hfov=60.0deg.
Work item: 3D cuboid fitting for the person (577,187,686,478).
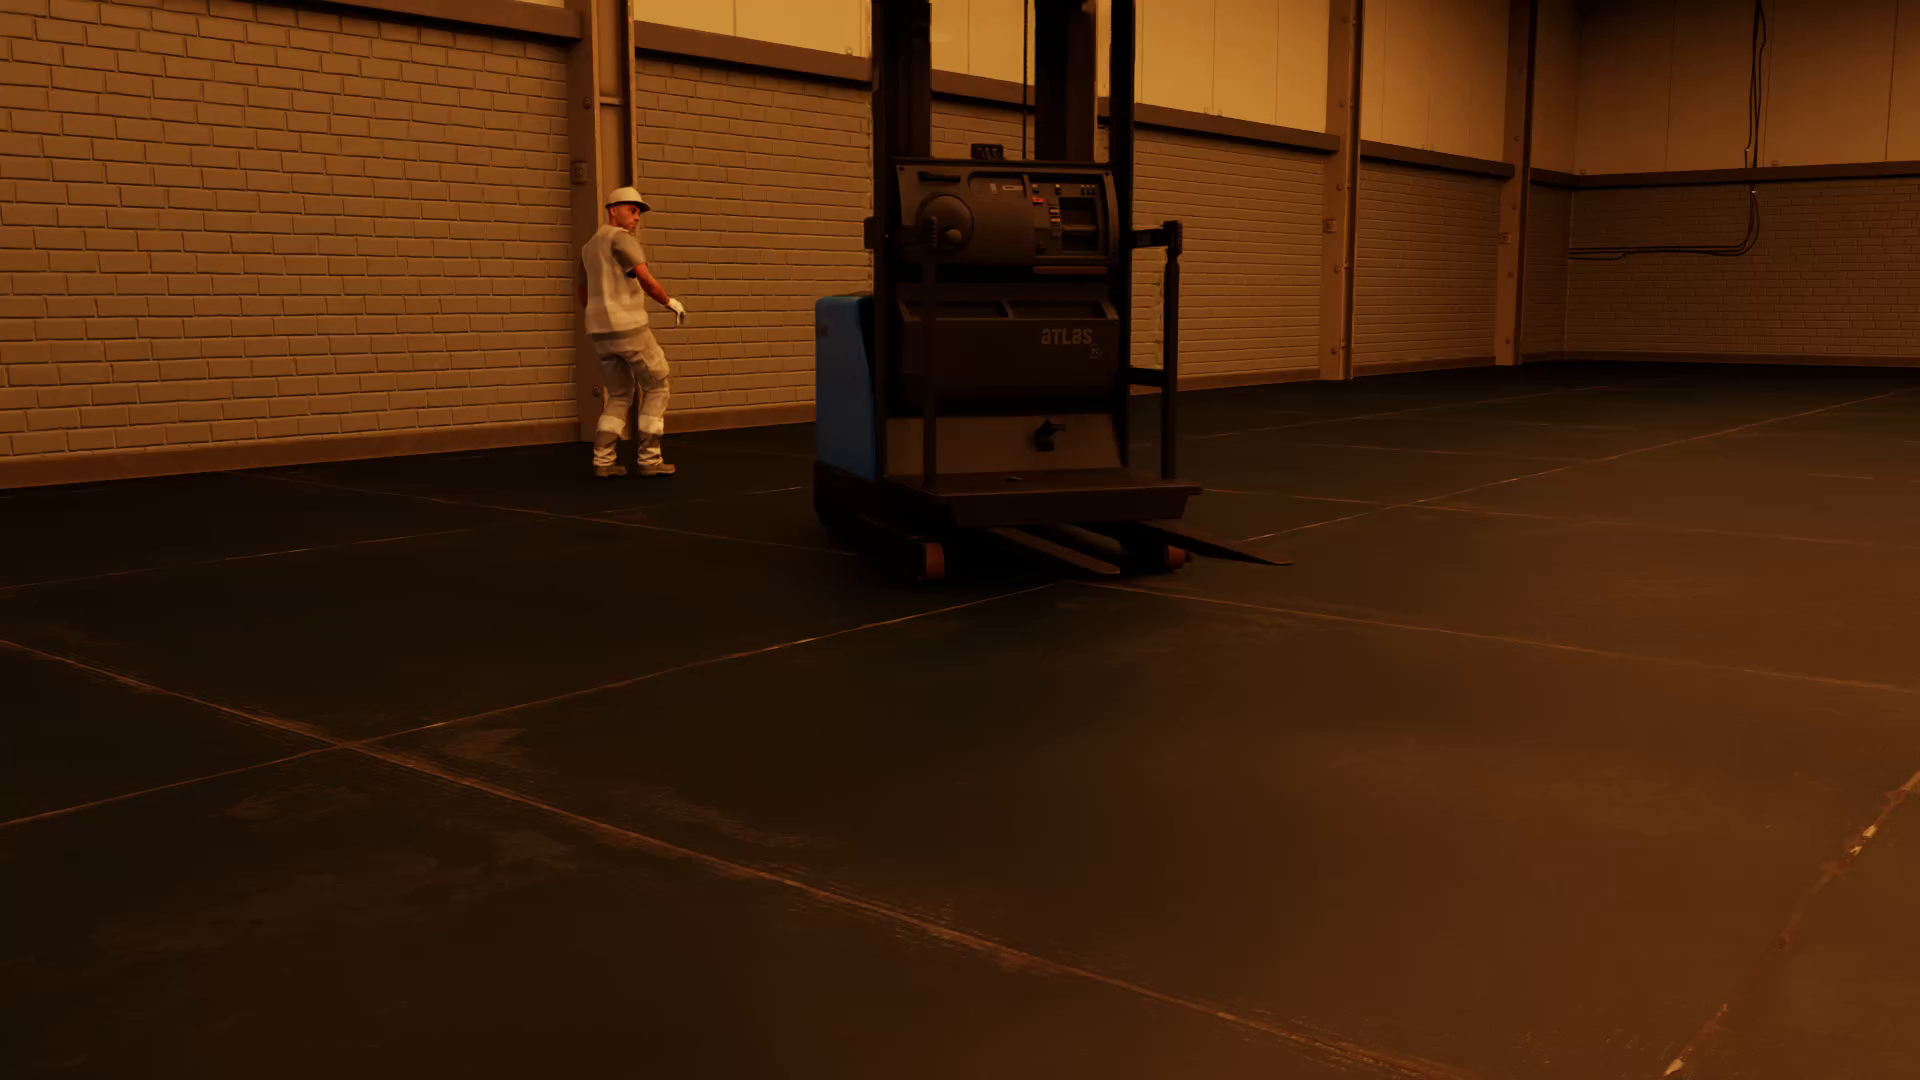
[{"bbox_3d":[-1.997,-1.231,9.930,0.763,1.728,0.520,7,11,39],"label":"person"}]

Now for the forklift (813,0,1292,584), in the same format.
[{"bbox_3d":[0.267,-1.347,6.490,1.130,2.935,3.031,-3,9,-19],"label":"forklift"}]
